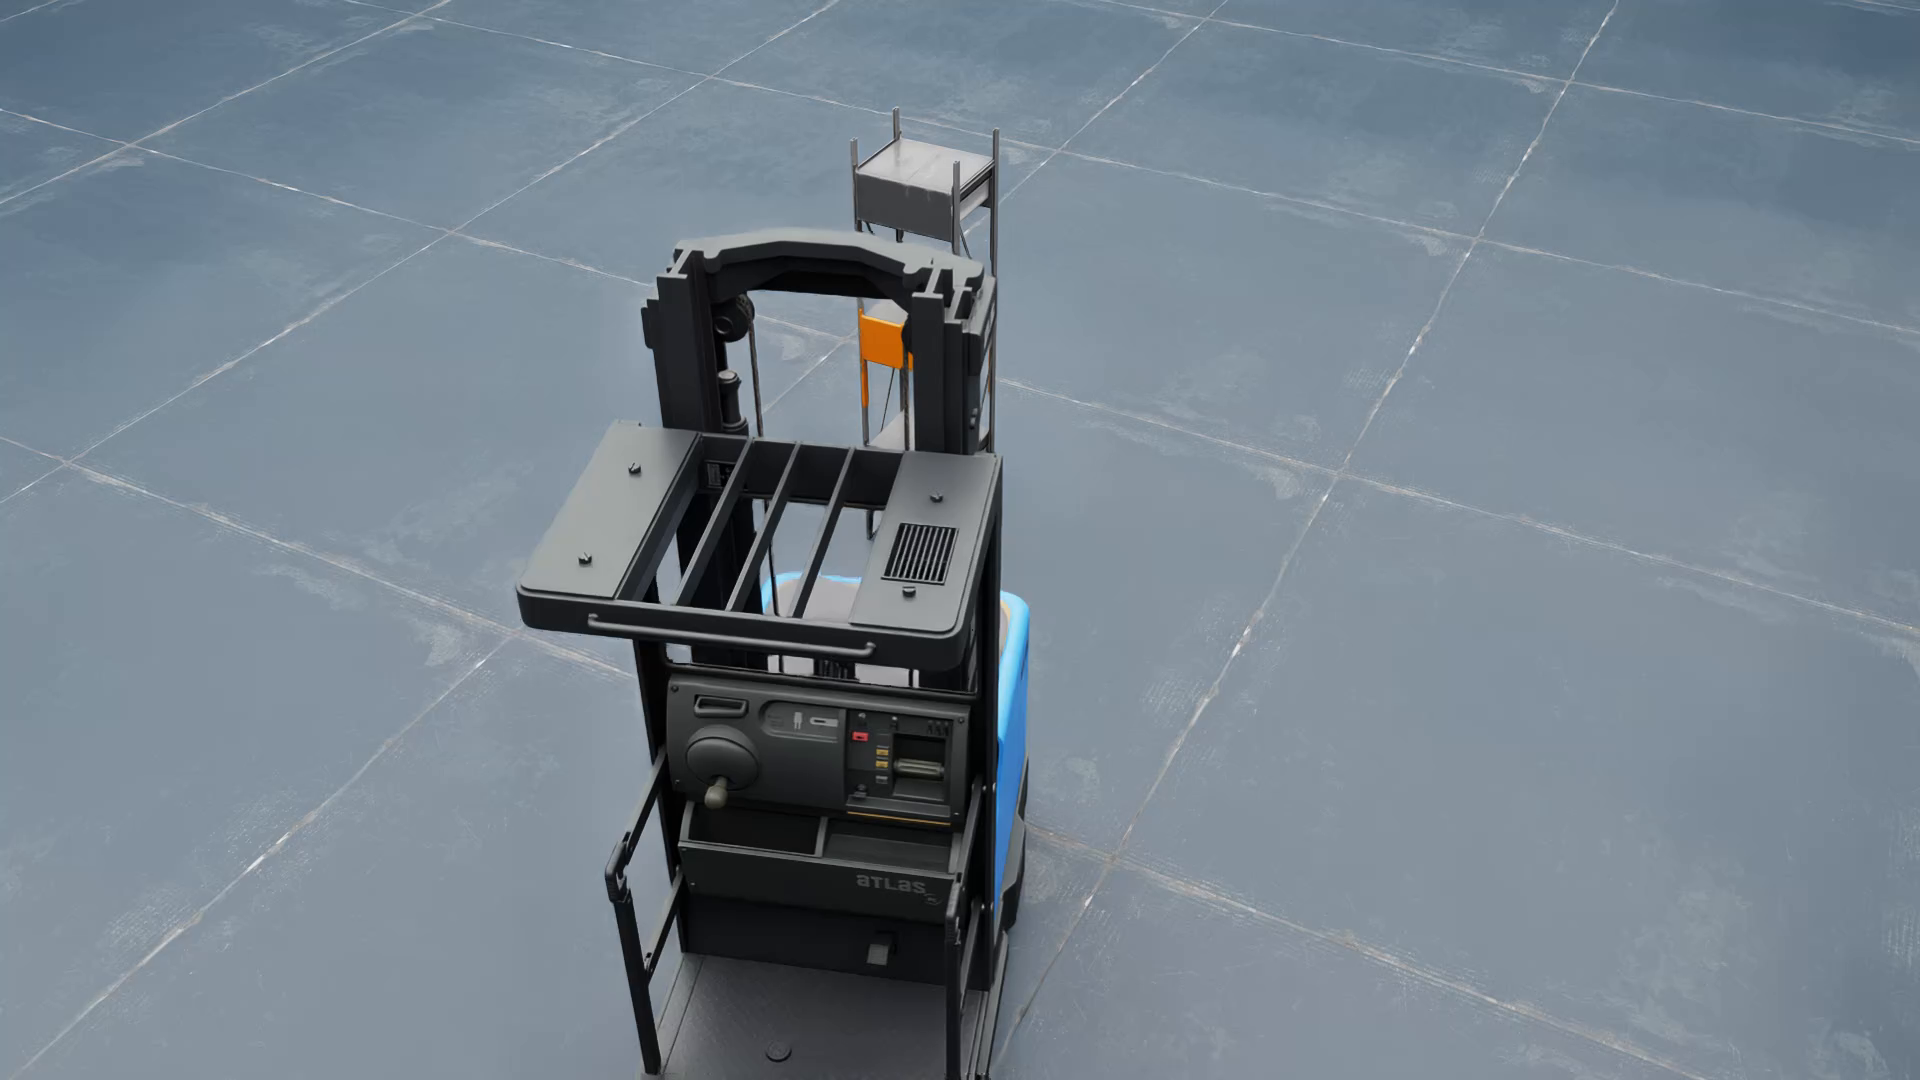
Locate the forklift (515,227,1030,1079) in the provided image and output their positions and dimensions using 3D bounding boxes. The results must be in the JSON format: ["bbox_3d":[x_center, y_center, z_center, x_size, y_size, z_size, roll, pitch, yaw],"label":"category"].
[{"bbox_3d":[-0.467,0.719,4.878,1.130,2.935,3.031,6,38,7],"label":"forklift"}]

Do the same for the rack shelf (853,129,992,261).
[{"bbox_3d":[-0.147,-1.429,7.261,0.480,0.518,0.431,17,41,21],"label":"rack shelf"}]

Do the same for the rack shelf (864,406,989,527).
[{"bbox_3d":[-0.147,-0.314,8.107,0.480,0.518,0.431,17,41,21],"label":"rack shelf"}]

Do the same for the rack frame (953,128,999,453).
[{"bbox_3d":[0.070,-0.815,7.586,0.015,2.100,0.400,17,41,21],"label":"rack frame"}]

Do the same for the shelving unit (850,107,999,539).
[{"bbox_3d":[-0.147,-0.882,7.676,0.503,2.100,0.431,17,41,21],"label":"shelving unit"}]

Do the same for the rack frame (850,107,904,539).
[{"bbox_3d":[-0.364,-0.950,7.765,0.015,2.100,0.400,17,41,21],"label":"rack frame"}]

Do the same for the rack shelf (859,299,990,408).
[{"bbox_3d":[-0.147,-0.872,7.684,0.480,0.518,0.431,17,41,21],"label":"rack shelf"}]
